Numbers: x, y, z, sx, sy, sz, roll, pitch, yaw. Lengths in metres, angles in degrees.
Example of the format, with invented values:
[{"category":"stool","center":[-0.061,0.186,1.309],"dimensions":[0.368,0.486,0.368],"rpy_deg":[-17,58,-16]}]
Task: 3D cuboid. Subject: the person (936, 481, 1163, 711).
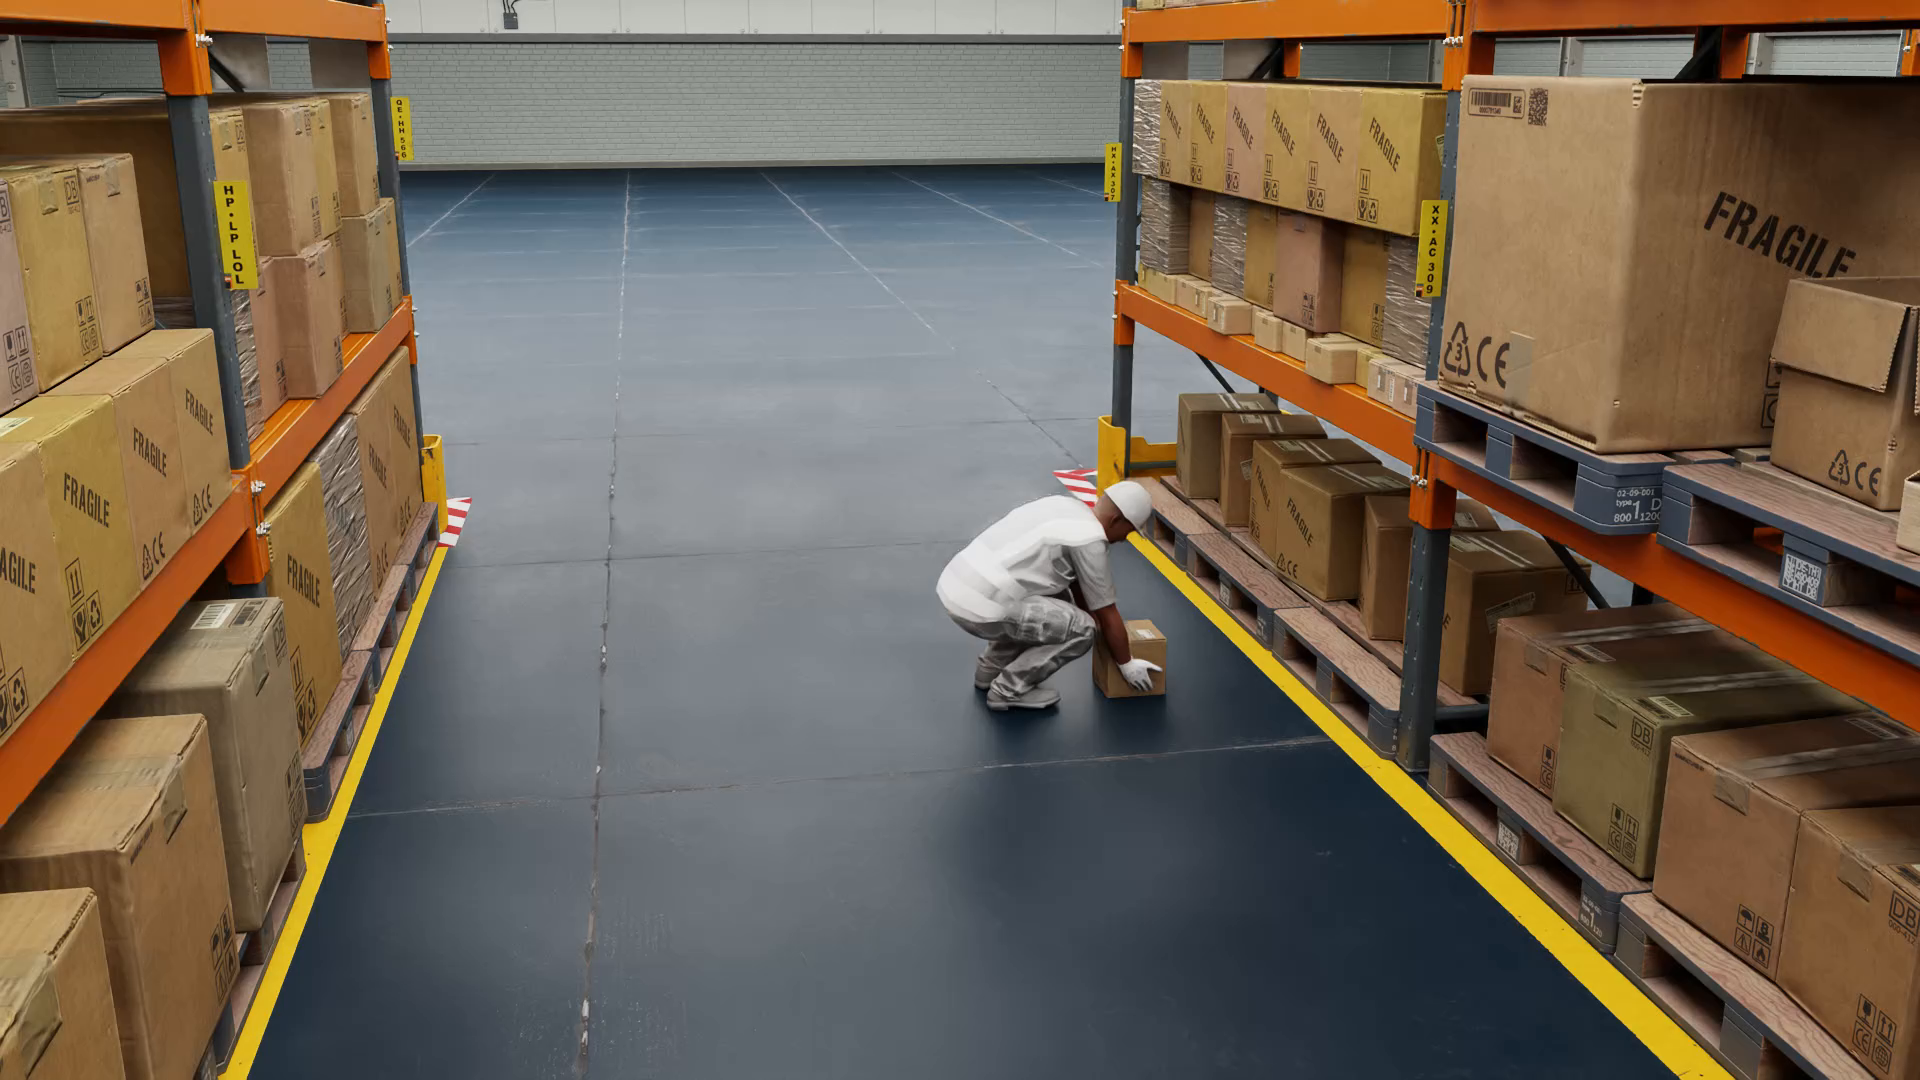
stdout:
[{"category":"person","center":[0.359,0.212,6.892],"dimensions":[0.911,0.885,0.578],"rpy_deg":[-3,16,-10]}]
